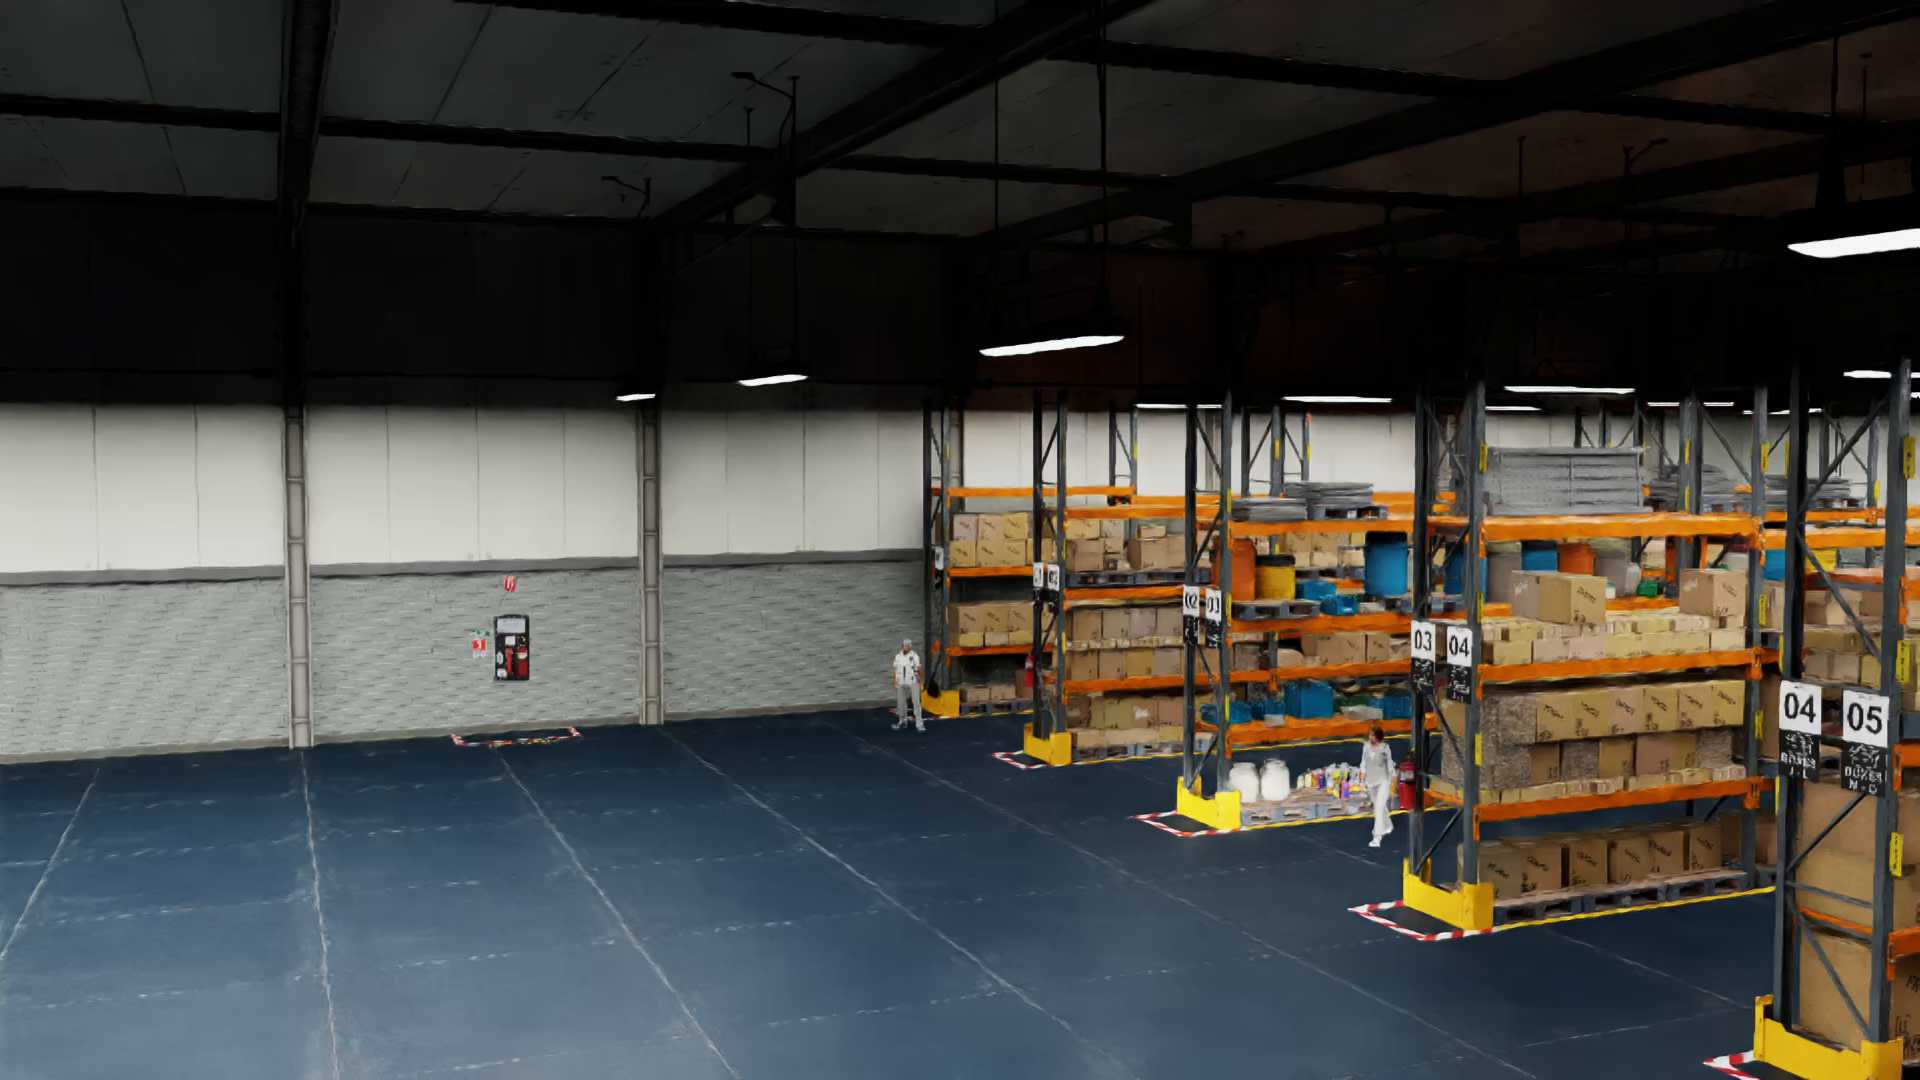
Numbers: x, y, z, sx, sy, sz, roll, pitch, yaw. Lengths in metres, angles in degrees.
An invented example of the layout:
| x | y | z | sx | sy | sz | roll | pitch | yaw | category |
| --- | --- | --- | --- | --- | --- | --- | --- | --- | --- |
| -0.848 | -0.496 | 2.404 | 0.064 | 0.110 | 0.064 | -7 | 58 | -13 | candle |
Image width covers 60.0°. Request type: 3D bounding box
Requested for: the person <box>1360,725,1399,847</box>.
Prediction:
| x | y | z | sx | sy | sz | roll | pitch | yaw | category |
| --- | --- | --- | --- | --- | --- | --- | --- | --- | --- |
| 5.389 | 3.129 | 21.443 | 0.453 | 1.537 | 0.881 | 3 | 5 | 44 | person |

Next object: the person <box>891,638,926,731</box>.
| x | y | z | sx | sy | sz | roll | pitch | yaw | category |
| --- | --- | --- | --- | --- | --- | --- | --- | --- | --- |
| -0.905 | 2.577 | 29.774 | 0.733 | 1.656 | 0.560 | 1 | 3 | 14 | person |
